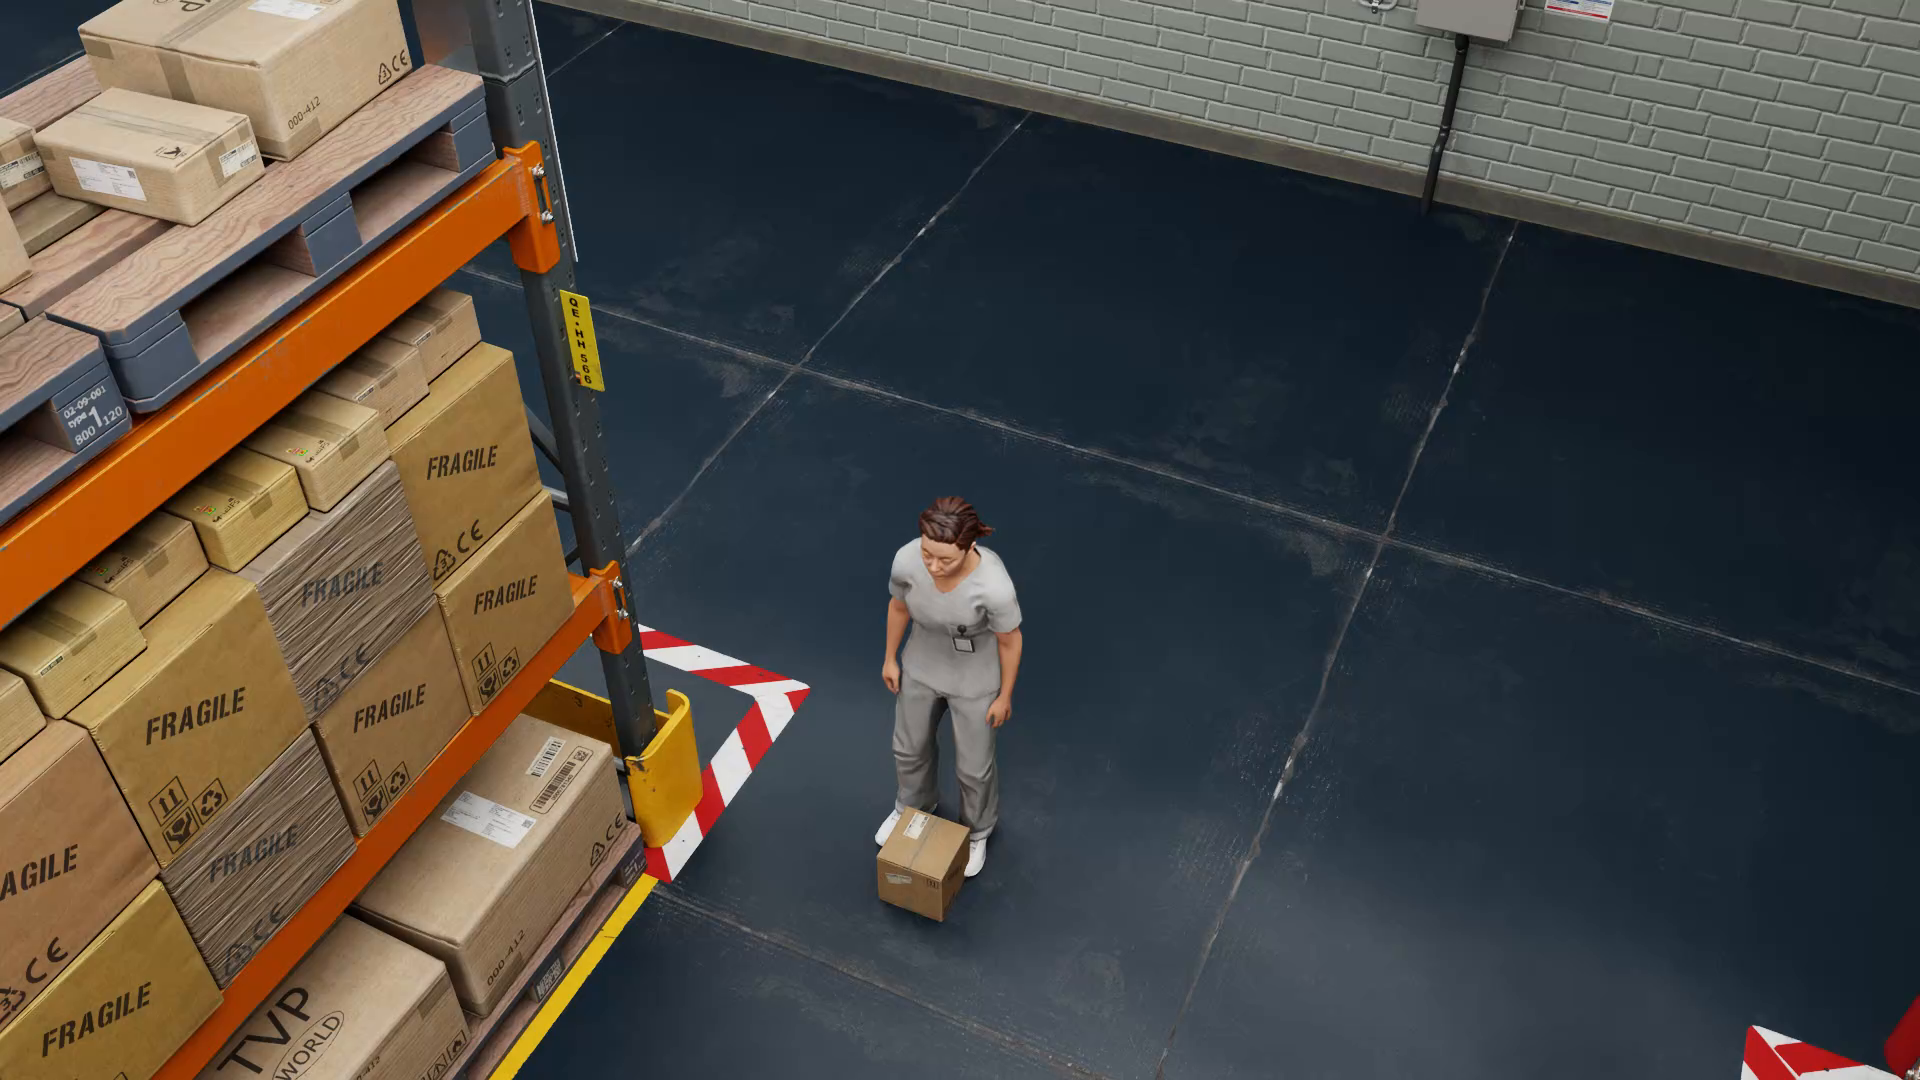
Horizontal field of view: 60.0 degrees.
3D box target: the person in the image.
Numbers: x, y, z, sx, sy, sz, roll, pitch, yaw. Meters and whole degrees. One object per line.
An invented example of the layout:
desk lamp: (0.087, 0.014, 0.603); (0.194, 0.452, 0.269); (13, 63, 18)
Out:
person: (-0.036, 0.474, 5.638); (0.486, 1.672, 0.360); (17, 45, 17)
